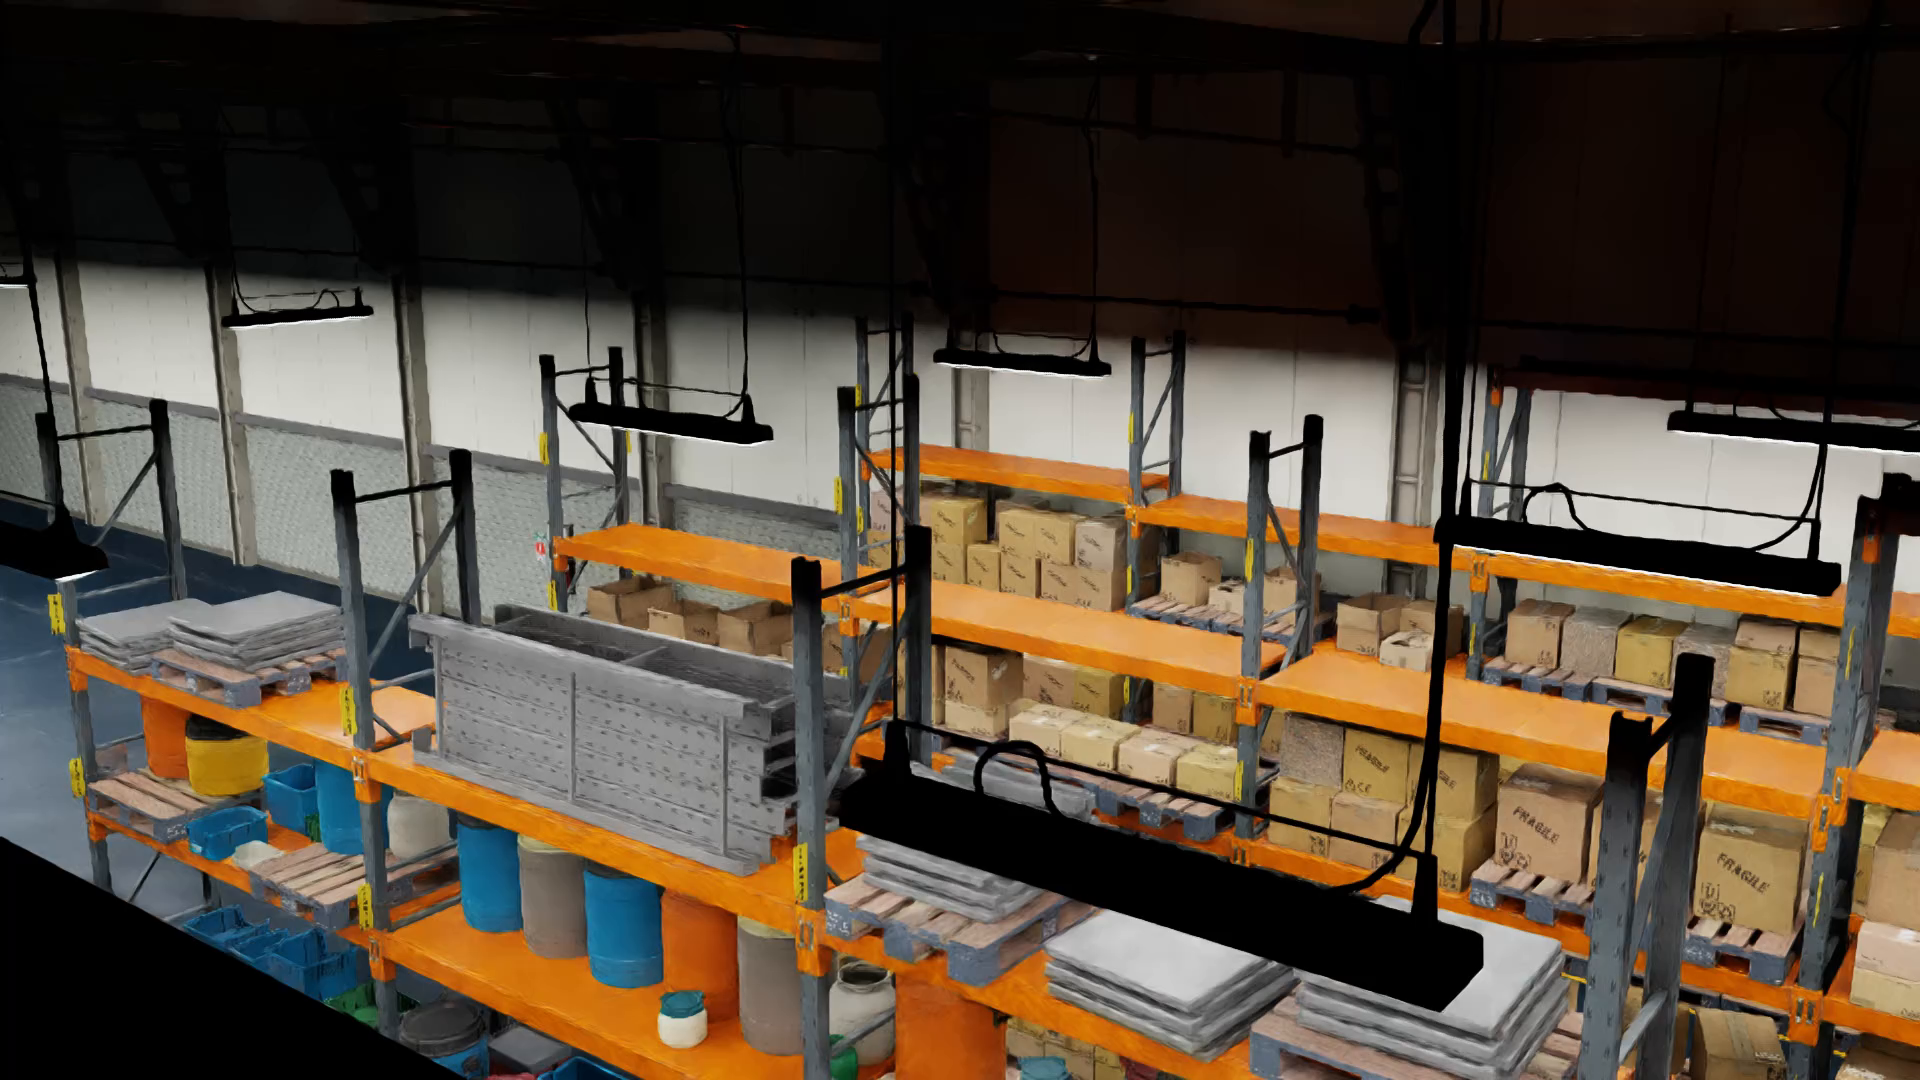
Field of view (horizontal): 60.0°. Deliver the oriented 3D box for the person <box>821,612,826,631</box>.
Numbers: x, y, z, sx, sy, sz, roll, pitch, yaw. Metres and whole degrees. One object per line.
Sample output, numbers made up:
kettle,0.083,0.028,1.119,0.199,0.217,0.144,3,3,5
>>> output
person,-2.017,1.800,23.850,0.446,1.673,0.633,-4,14,-15
